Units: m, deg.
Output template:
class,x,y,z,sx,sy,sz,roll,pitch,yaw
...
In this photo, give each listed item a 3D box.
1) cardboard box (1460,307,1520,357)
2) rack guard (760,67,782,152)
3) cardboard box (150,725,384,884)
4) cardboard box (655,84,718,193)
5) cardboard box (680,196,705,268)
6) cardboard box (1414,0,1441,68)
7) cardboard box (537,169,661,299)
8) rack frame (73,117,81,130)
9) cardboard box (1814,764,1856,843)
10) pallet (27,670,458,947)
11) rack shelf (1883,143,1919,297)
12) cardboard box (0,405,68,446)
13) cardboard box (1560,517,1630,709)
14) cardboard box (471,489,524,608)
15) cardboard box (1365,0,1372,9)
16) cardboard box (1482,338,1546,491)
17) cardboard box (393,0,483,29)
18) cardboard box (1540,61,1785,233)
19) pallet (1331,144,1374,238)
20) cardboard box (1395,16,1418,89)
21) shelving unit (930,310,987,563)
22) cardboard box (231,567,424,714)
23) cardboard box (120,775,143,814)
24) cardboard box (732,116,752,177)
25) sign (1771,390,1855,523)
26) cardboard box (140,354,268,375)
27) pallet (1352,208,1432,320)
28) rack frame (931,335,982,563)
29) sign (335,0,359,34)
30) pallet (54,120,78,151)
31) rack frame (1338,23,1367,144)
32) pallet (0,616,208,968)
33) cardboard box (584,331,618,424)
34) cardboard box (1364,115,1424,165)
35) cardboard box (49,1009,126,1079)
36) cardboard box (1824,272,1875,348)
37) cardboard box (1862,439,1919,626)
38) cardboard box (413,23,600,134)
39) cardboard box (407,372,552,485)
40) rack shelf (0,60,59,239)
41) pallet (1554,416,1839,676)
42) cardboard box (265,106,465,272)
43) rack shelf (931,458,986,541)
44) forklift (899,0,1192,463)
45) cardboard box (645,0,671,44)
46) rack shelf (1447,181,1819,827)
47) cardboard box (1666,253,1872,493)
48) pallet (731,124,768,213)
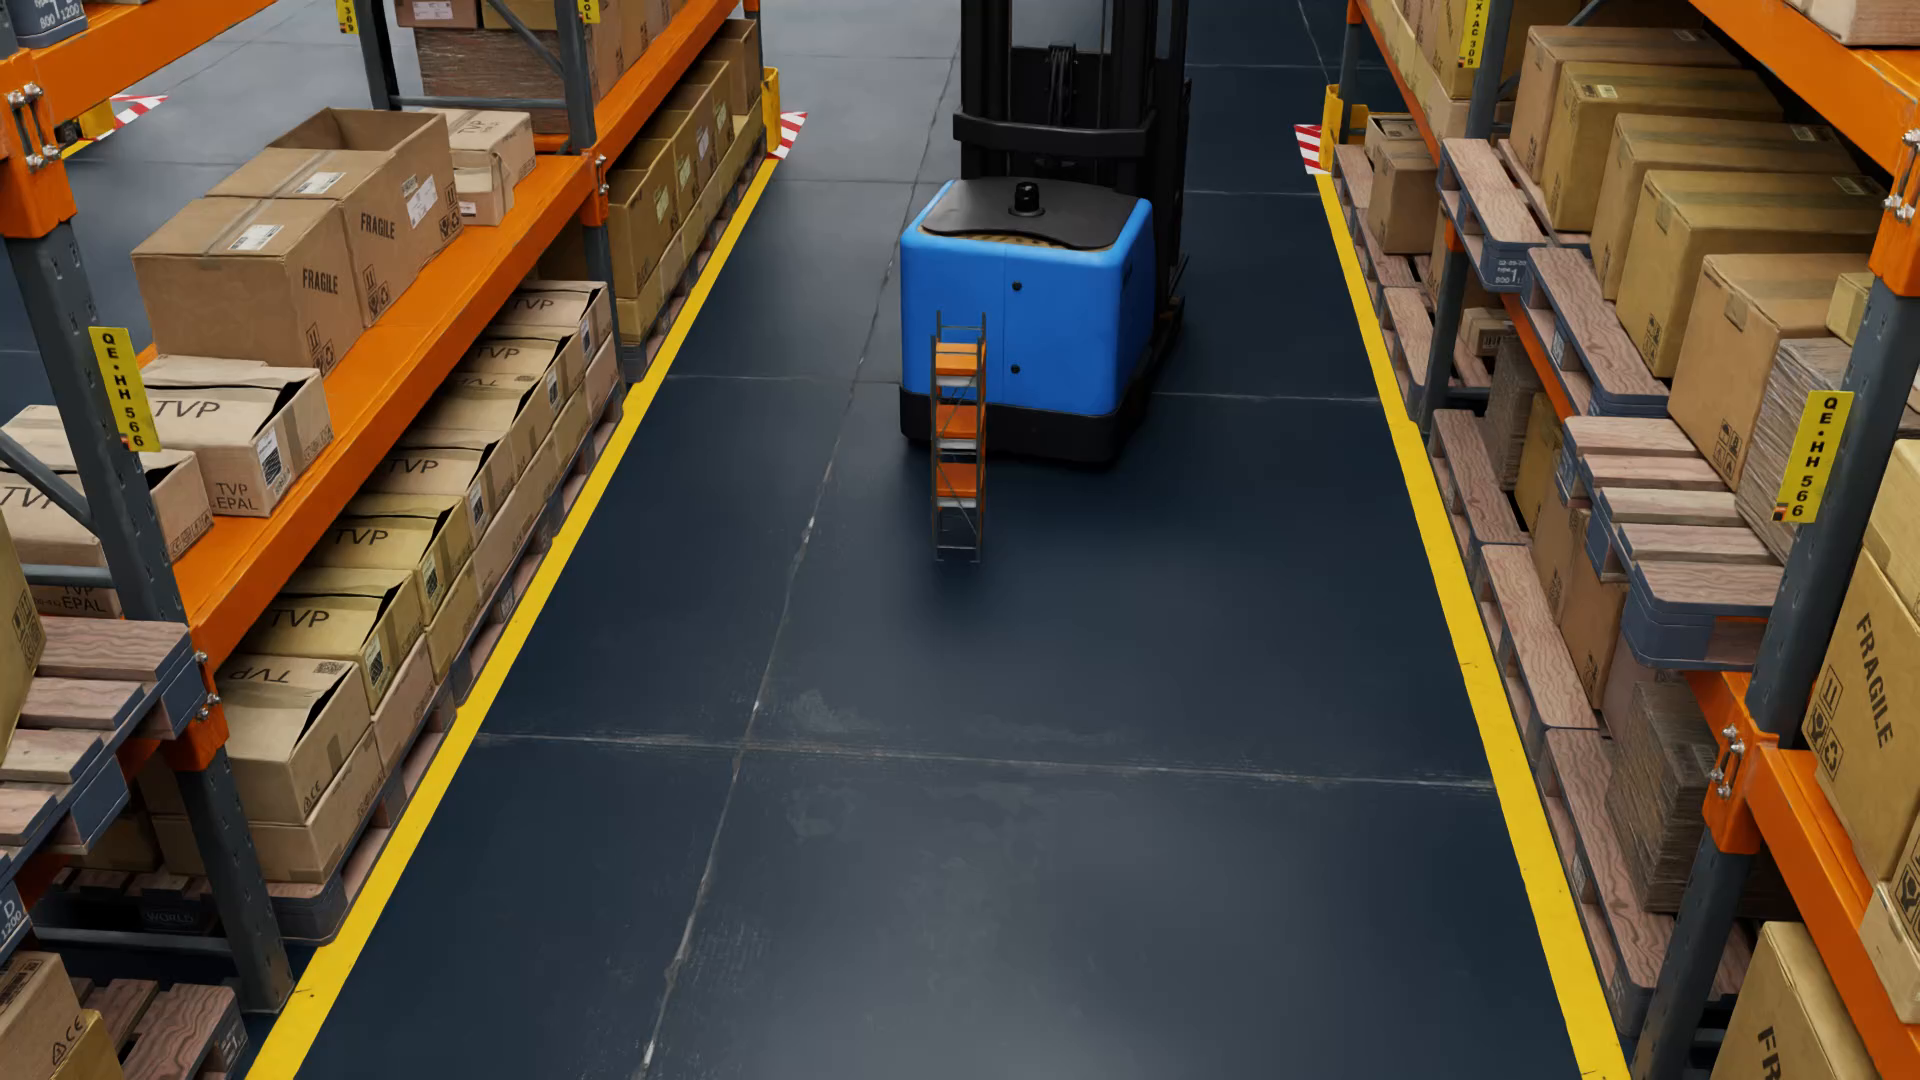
class,x,y,z,sx,sy,sz,roll,pitch,yaw
cardboard box,2.757,-1.056,8.386,0.380,0.166,0.250,-2,32,-2
rack guard,-1.866,-3.044,11.713,1.175,0.500,0.348,2,32,4
cardboard box,-2.184,0.818,5.284,0.500,0.250,0.500,2,32,4
cardboard box,-1.724,-2.345,9.702,0.500,0.500,0.500,2,32,4
cardboard box,-1.762,-1.764,9.474,0.500,0.250,0.500,2,32,4
cardboard box,2.509,-2.580,7.986,0.500,0.500,0.500,2,32,4
cardboard box,-1.844,-1.560,8.429,0.500,0.500,0.500,2,32,4
rack frame,-6.805,-4.309,11.383,1.000,3.000,0.127,2,32,4
cardboard box,2.160,0.558,3.706,0.380,0.149,0.250,2,32,3
pallet,-2.414,0.846,5.676,1.003,0.211,1.213,2,32,4
rack shelf,2.255,0.372,1.613,1.077,0.370,4.000,2,32,4
cardboard box,-2.722,-0.287,5.097,0.380,0.149,0.250,2,32,4
cardboard box,2.595,0.270,5.916,0.700,0.500,0.500,2,32,4
cardboard box,-2.066,0.015,6.587,0.500,0.250,0.500,3,32,5
cardboard box,2.685,-3.317,9.897,0.500,0.250,0.500,2,32,2
cardboard box,2.700,-0.532,7.217,0.700,0.500,0.500,3,32,6
cardboard box,-2.385,-2.474,7.692,0.380,0.149,0.250,2,32,4
cardboard box,2.616,-1.467,6.258,0.700,0.500,0.500,6,32,9
pallet,2.962,-2.236,10.677,1.003,0.211,1.213,2,32,4
cardboard box,2.555,-2.523,8.609,0.500,0.250,0.500,2,32,4
shelving unit,-0.004,-0.419,6.929,0.215,1.050,0.252,2,32,4
cardboard box,-2.150,0.304,5.583,0.500,0.311,0.500,2,32,3
cardboard box,-2.722,0.556,5.174,0.500,0.311,0.500,3,32,5
cardboard box,-1.646,-2.549,10.747,0.500,0.250,0.500,2,32,4
sign,1.876,-0.180,3.655,0.100,0.325,0.005,2,32,4
cardboard box,-2.472,-0.475,5.400,0.380,0.149,0.250,5,32,8
pallet,2.860,-1.599,9.644,1.003,0.211,1.213,2,32,4
rack frame,-0.014,-0.355,6.826,0.200,1.050,0.008,2,32,4
sign,-2.747,-2.429,7.432,0.100,0.325,0.005,2,32,4
pallet,-6.836,-2.656,11.358,1.003,0.211,1.213,2,32,4
rack frame,3.069,-3.886,10.696,1.000,3.000,0.127,2,32,4
pallet,-2.505,0.527,3.719,1.213,0.211,1.003,2,32,4
cardboard box,-1.939,-0.783,7.882,0.500,0.250,0.500,2,32,4
cardboard box,2.923,-2.571,10.706,0.500,0.311,0.500,-1,32,-2
cardboard box,-2.362,1.464,3.979,0.500,0.500,0.500,4,32,6
cardboard box,2.428,-0.559,4.165,0.380,0.149,0.250,-3,32,-4
cardboard box,2.122,0.042,3.210,0.500,0.250,0.500,3,32,5
cardboard box,-2.164,-2.279,7.993,0.700,0.500,0.500,2,32,3
cardboard box,-2.020,-0.494,6.878,0.500,0.311,0.500,2,32,4
rack shelf,-2.682,0.163,1.953,1.077,0.370,4.000,2,32,4
pallet,2.370,0.002,4.571,1.213,0.211,1.003,2,32,4
cardboard box,-2.315,-1.370,6.519,0.500,0.500,0.500,5,32,8
rack shelf,-0.004,-0.173,7.081,0.215,0.259,0.240,2,32,4
forklift,0.610,-2.368,8.298,1.130,2.935,3.031,9,33,14
cardboard box,-2.042,-3.085,9.301,0.700,0.500,0.500,3,32,5
rack shelf,2.581,-0.442,5.794,1.077,0.370,4.000,2,32,4
cardboard box,2.465,-0.472,4.642,0.700,0.500,0.500,0,32,-1
pallet,-1.889,-2.507,11.116,1.003,0.211,1.213,2,32,4
